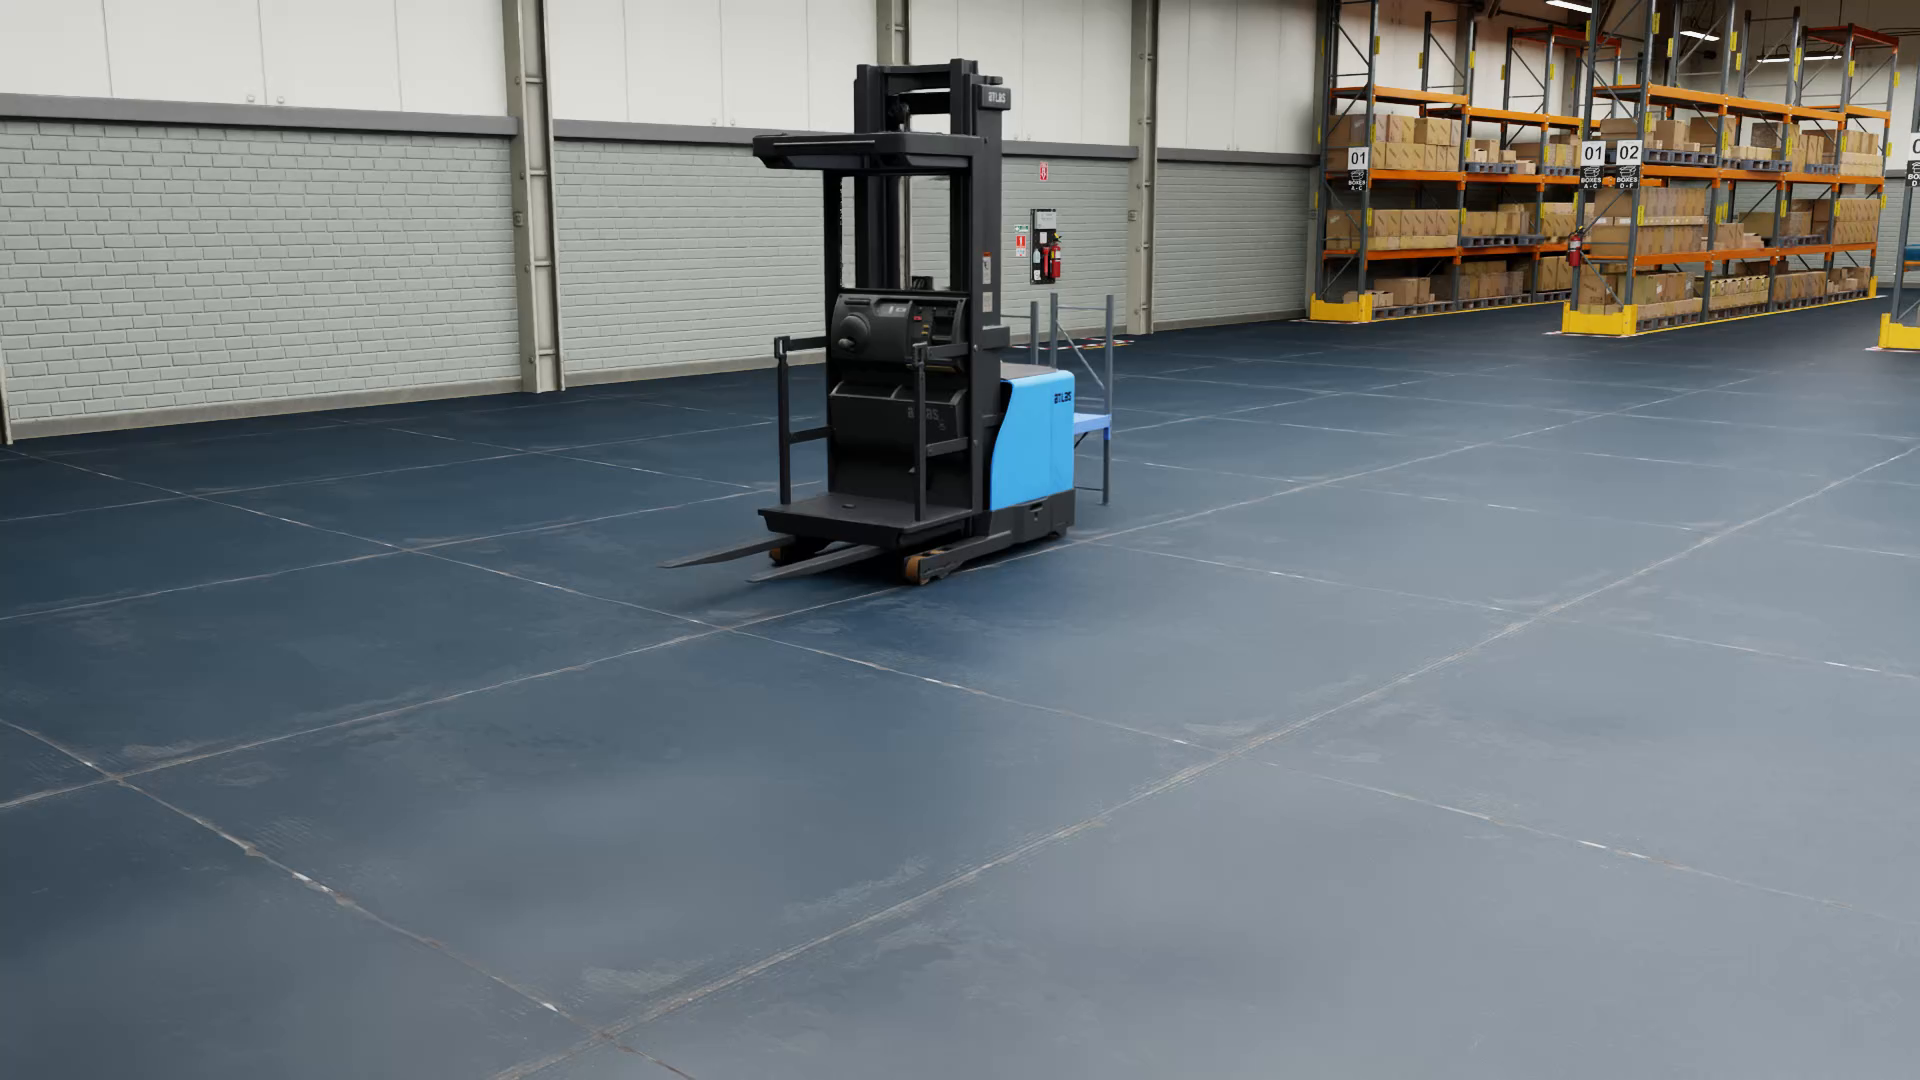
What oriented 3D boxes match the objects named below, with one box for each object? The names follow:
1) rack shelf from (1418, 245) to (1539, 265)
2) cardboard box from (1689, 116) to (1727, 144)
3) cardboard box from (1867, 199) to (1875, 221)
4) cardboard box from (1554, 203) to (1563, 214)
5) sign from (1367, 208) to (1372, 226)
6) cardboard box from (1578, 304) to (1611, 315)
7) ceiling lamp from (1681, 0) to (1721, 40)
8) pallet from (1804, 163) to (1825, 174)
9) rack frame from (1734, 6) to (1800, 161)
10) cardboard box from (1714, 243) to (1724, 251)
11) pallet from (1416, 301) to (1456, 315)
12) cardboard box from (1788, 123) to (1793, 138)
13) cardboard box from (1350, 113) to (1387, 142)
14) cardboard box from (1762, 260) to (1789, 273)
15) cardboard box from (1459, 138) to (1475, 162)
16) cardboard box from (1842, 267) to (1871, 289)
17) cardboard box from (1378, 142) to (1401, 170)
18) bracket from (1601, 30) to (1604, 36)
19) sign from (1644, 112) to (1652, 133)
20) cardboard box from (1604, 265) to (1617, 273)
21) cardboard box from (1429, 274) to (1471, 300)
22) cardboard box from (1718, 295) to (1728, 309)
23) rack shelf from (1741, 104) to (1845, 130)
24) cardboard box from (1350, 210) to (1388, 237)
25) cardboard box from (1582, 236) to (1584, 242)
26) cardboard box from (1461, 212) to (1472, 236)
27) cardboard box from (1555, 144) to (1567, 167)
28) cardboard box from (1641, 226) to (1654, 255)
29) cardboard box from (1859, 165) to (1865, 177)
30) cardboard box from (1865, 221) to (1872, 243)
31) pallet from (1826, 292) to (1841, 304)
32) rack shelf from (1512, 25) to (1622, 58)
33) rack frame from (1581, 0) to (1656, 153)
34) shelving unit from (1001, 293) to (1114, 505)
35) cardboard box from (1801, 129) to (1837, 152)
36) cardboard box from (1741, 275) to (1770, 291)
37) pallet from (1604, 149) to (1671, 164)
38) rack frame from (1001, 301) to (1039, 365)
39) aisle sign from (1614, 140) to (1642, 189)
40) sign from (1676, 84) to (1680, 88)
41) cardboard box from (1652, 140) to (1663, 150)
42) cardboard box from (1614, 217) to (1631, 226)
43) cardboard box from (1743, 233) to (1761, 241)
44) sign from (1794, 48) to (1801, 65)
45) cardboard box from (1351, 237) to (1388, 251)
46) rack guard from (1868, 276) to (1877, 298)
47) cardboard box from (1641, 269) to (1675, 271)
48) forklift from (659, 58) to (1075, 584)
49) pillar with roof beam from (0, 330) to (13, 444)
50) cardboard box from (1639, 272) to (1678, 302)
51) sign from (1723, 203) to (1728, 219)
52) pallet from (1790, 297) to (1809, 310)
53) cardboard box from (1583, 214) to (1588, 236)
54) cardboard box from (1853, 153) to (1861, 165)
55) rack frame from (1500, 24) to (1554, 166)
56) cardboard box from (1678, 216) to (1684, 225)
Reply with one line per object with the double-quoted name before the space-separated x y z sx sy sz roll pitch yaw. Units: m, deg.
"rack shelf" 11.158 -6.181 35.836 1.077 0.370 4.000 10 15 40
"cardboard box" 13.998 -7.656 31.124 0.500 0.500 0.500 10 15 41
"cardboard box" 21.063 -7.729 38.942 0.500 0.500 0.500 10 15 42
"cardboard box" 13.326 -7.513 37.689 0.500 0.250 0.500 9 15 40
"sign" 7.605 -6.005 30.910 0.100 0.325 0.005 10 15 40
"cardboard box" 11.053 -3.986 28.957 0.500 0.250 0.500 10 15 40
"ceiling lamp" 16.676 -12.735 36.595 0.800 3.185 2.000 10 15 40
"pallet" 17.677 -7.916 35.505 1.213 0.211 1.003 10 15 40
"rack frame" 16.202 -9.130 33.448 1.000 3.000 0.127 10 15 40
"cardboard box" 14.300 -5.580 31.634 0.380 0.149 0.250 10 15 40
"pallet" 9.421 -4.769 34.048 1.003 0.211 1.213 10 15 40
"cardboard box" 16.831 -8.337 34.327 0.500 0.500 0.500 10 15 40
"cardboard box" 7.634 -7.696 31.069 0.500 0.500 0.500 8 14 36
"cardboard box" 17.680 -5.948 36.175 0.500 0.250 0.500 10 15 40
"cardboard box" 10.259 -8.036 34.299 0.500 0.500 0.500 -9 15 -39
"cardboard box" 21.309 -6.243 39.570 0.500 0.500 0.500 10 15 40
"cardboard box" 7.987 -7.272 31.498 0.500 0.500 0.500 -11 16 -44
"bracket" 15.472 -12.354 40.397 0.235 0.232 0.430 10 15 40
"sign" 11.334 -6.877 27.391 0.100 0.325 0.005 10 15 40
"cardboard box" 15.690 -6.494 40.874 0.700 0.500 0.500 10 15 41
"cardboard box" 10.311 -5.340 35.047 0.700 0.500 0.500 10 15 42
"cardboard box" 14.352 -4.560 31.829 0.500 0.250 0.500 10 15 42
"rack shelf" 17.522 -8.875 35.031 1.077 0.370 4.000 10 15 40
"cardboard box" 7.739 -5.986 31.443 0.500 0.500 0.500 10 15 40
"cardboard box" 14.413 -7.071 39.043 0.380 0.149 0.250 10 15 40
"cardboard box" 10.200 -6.575 34.593 0.700 0.500 0.500 10 15 41
"cardboard box" 13.441 -8.807 38.110 0.700 0.500 0.500 11 16 43
"cardboard box" 11.582 -5.205 28.858 0.700 0.500 0.500 10 15 42
"cardboard box" 20.341 -8.434 38.004 0.500 0.250 0.500 10 15 40
"cardboard box" 21.052 -7.236 39.028 0.500 0.500 0.500 10 15 41
"pallet" 19.297 -5.510 37.760 1.003 0.211 1.213 10 15 40
"rack shelf" 13.799 -11.341 37.870 1.077 0.370 4.000 10 15 40
"rack frame" 10.921 -7.953 27.555 1.000 3.000 0.127 10 15 40
"shelving unit" 0.582 -0.932 11.547 0.538 1.500 1.048 8 14 33
"cardboard box" 19.135 -8.863 36.963 0.700 0.500 0.500 10 15 40
"cardboard box" 16.041 -5.212 33.663 0.500 0.311 0.500 10 15 42
"pallet" 11.407 -6.539 28.361 1.003 0.211 1.213 10 15 40
"rack frame" 0.298 -0.849 11.134 0.500 1.500 0.032 8 14 33
"aisle sign" 11.108 -6.237 27.641 0.394 0.787 0.004 10 15 40
"sign" 18.158 -11.372 42.084 0.100 0.325 0.005 10 15 40
"cardboard box" 11.830 -6.784 28.571 0.380 0.149 0.250 10 15 40
"cardboard box" 11.342 -5.408 28.219 0.380 0.149 0.250 10 15 40
"cardboard box" 15.929 -6.097 33.804 0.500 0.311 0.500 11 16 44
"sign" 16.621 -9.595 32.984 0.100 0.325 0.005 10 15 40
"cardboard box" 7.758 -5.618 31.513 0.500 0.250 0.500 9 15 39
"rack guard" 21.433 -6.128 40.117 1.175 0.500 0.348 10 15 40
"cardboard box" 13.020 -4.797 31.105 0.500 0.500 0.500 10 15 40
"forklift" -0.488 -1.290 9.686 1.130 2.935 3.031 8 14 33
"pillar with roof beam" -5.599 -4.720 11.369 9.100 9.000 0.400 10 15 40
"cardboard box" 12.434 -4.507 29.651 0.500 0.500 0.500 10 15 40
"sign" 15.788 -6.786 34.274 0.100 0.325 0.005 10 15 40
"pallet" 17.529 -5.104 35.728 1.003 0.211 1.213 10 15 40
"cardboard box" 14.336 -7.372 38.895 0.500 0.500 0.500 10 15 40
"cardboard box" 20.018 -8.605 37.581 0.500 0.250 0.500 10 15 40
"rack frame" 12.478 -9.770 36.652 1.000 3.000 0.127 10 15 40
"cardboard box" 12.704 -5.712 29.742 0.380 0.149 0.250 10 15 42
